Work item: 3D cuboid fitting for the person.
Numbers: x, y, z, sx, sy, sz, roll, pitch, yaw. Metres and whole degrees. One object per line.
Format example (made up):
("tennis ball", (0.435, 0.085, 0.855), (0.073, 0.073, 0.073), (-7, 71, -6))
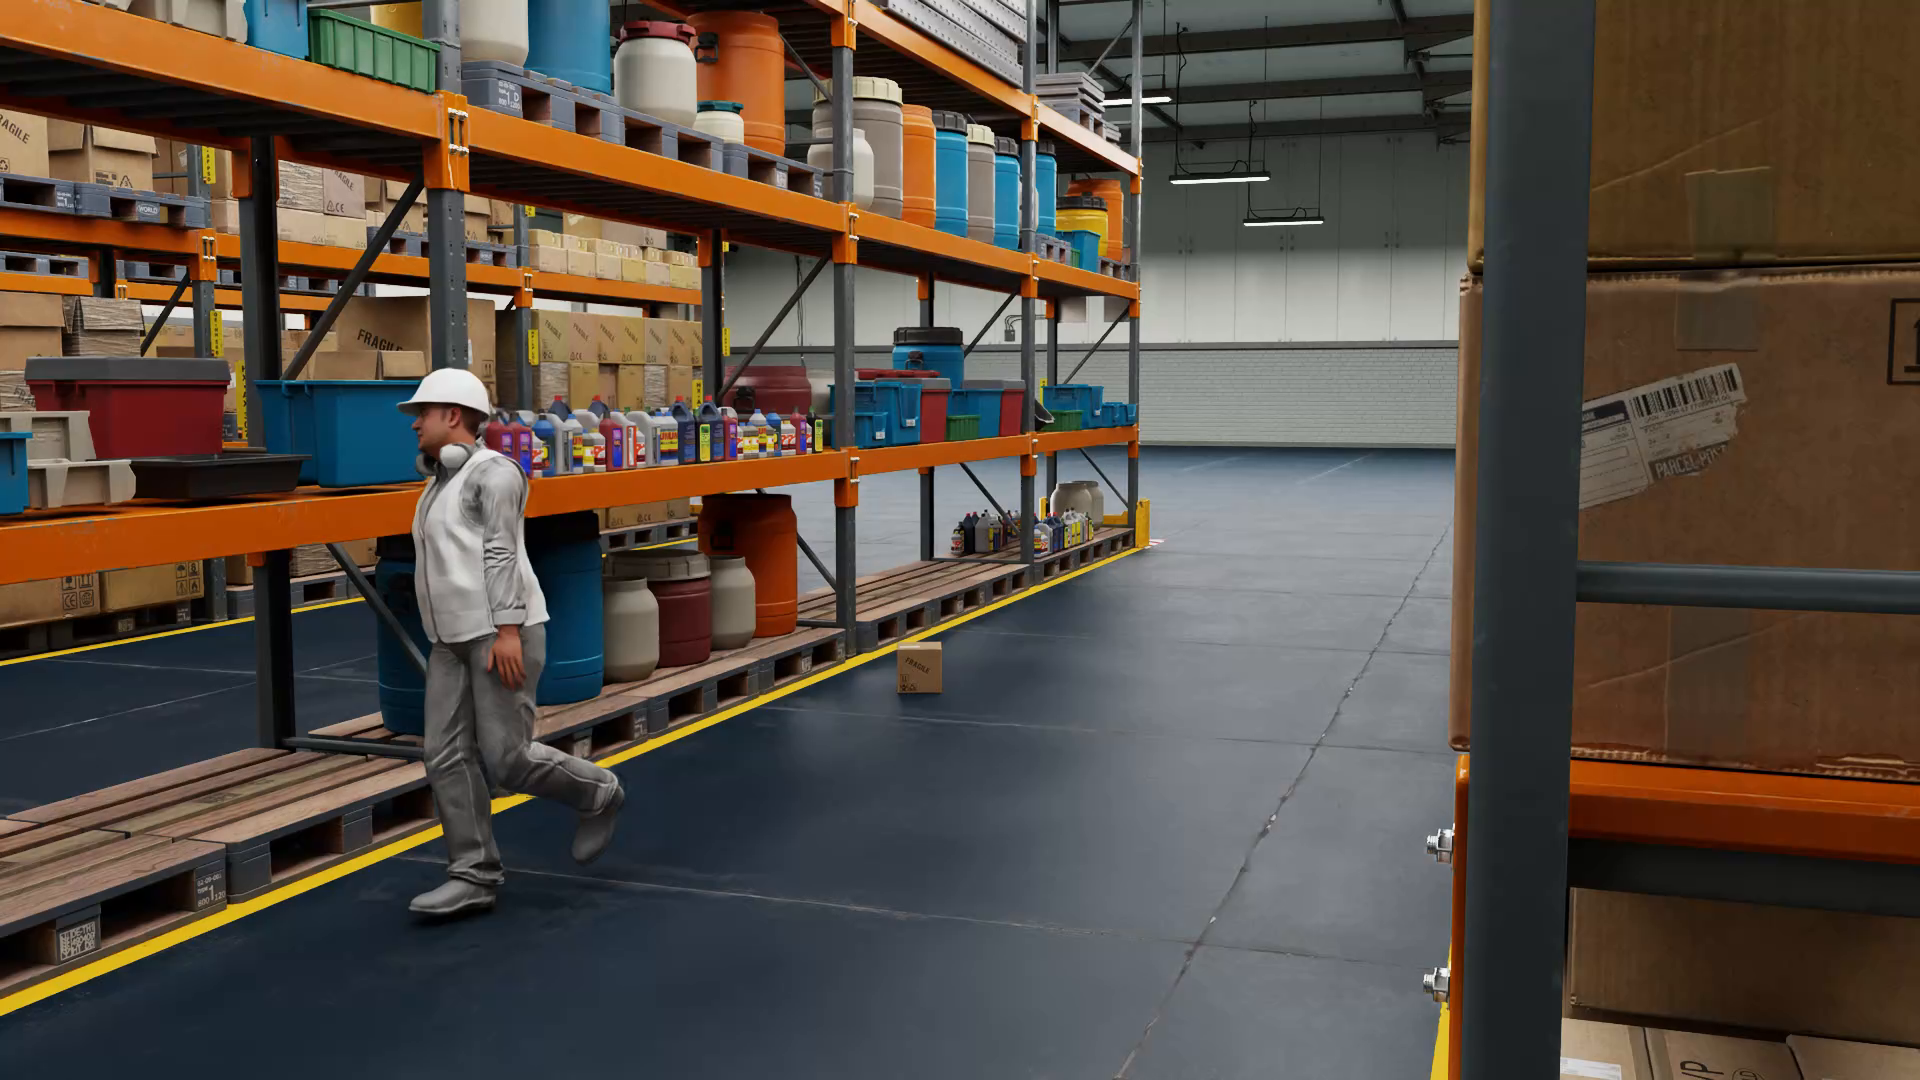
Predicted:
("person", (-1.533, 0.306, 5.481), (0.626, 1.736, 0.773), (5, 7, 43))
